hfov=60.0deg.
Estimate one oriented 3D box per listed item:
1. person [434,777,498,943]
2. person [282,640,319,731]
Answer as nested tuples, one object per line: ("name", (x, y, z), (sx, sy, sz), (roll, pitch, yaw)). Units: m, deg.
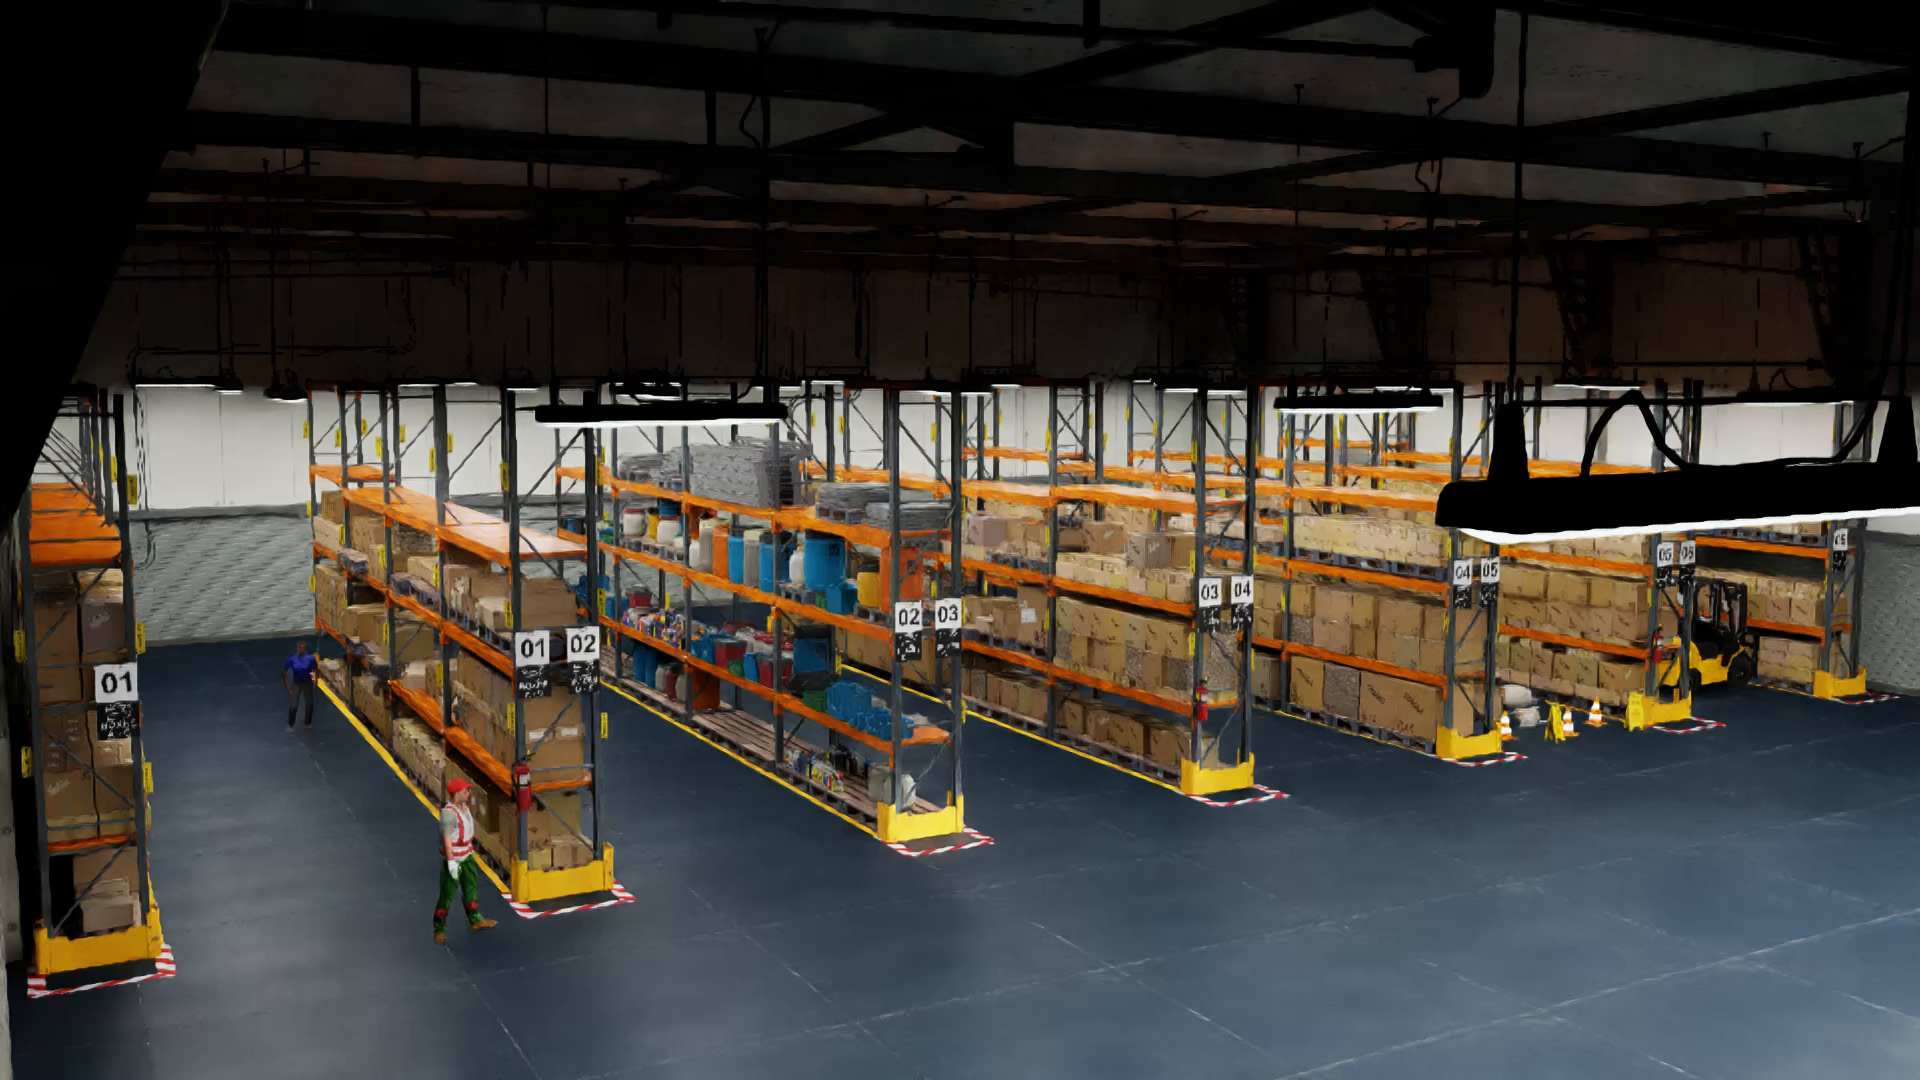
("person", (-5.511, 3.482, 18.339), (0.532, 1.785, 0.716), (1, 6, 9))
("person", (-11.352, 2.498, 28.649), (0.592, 1.604, 0.513), (-4, 7, -31))
